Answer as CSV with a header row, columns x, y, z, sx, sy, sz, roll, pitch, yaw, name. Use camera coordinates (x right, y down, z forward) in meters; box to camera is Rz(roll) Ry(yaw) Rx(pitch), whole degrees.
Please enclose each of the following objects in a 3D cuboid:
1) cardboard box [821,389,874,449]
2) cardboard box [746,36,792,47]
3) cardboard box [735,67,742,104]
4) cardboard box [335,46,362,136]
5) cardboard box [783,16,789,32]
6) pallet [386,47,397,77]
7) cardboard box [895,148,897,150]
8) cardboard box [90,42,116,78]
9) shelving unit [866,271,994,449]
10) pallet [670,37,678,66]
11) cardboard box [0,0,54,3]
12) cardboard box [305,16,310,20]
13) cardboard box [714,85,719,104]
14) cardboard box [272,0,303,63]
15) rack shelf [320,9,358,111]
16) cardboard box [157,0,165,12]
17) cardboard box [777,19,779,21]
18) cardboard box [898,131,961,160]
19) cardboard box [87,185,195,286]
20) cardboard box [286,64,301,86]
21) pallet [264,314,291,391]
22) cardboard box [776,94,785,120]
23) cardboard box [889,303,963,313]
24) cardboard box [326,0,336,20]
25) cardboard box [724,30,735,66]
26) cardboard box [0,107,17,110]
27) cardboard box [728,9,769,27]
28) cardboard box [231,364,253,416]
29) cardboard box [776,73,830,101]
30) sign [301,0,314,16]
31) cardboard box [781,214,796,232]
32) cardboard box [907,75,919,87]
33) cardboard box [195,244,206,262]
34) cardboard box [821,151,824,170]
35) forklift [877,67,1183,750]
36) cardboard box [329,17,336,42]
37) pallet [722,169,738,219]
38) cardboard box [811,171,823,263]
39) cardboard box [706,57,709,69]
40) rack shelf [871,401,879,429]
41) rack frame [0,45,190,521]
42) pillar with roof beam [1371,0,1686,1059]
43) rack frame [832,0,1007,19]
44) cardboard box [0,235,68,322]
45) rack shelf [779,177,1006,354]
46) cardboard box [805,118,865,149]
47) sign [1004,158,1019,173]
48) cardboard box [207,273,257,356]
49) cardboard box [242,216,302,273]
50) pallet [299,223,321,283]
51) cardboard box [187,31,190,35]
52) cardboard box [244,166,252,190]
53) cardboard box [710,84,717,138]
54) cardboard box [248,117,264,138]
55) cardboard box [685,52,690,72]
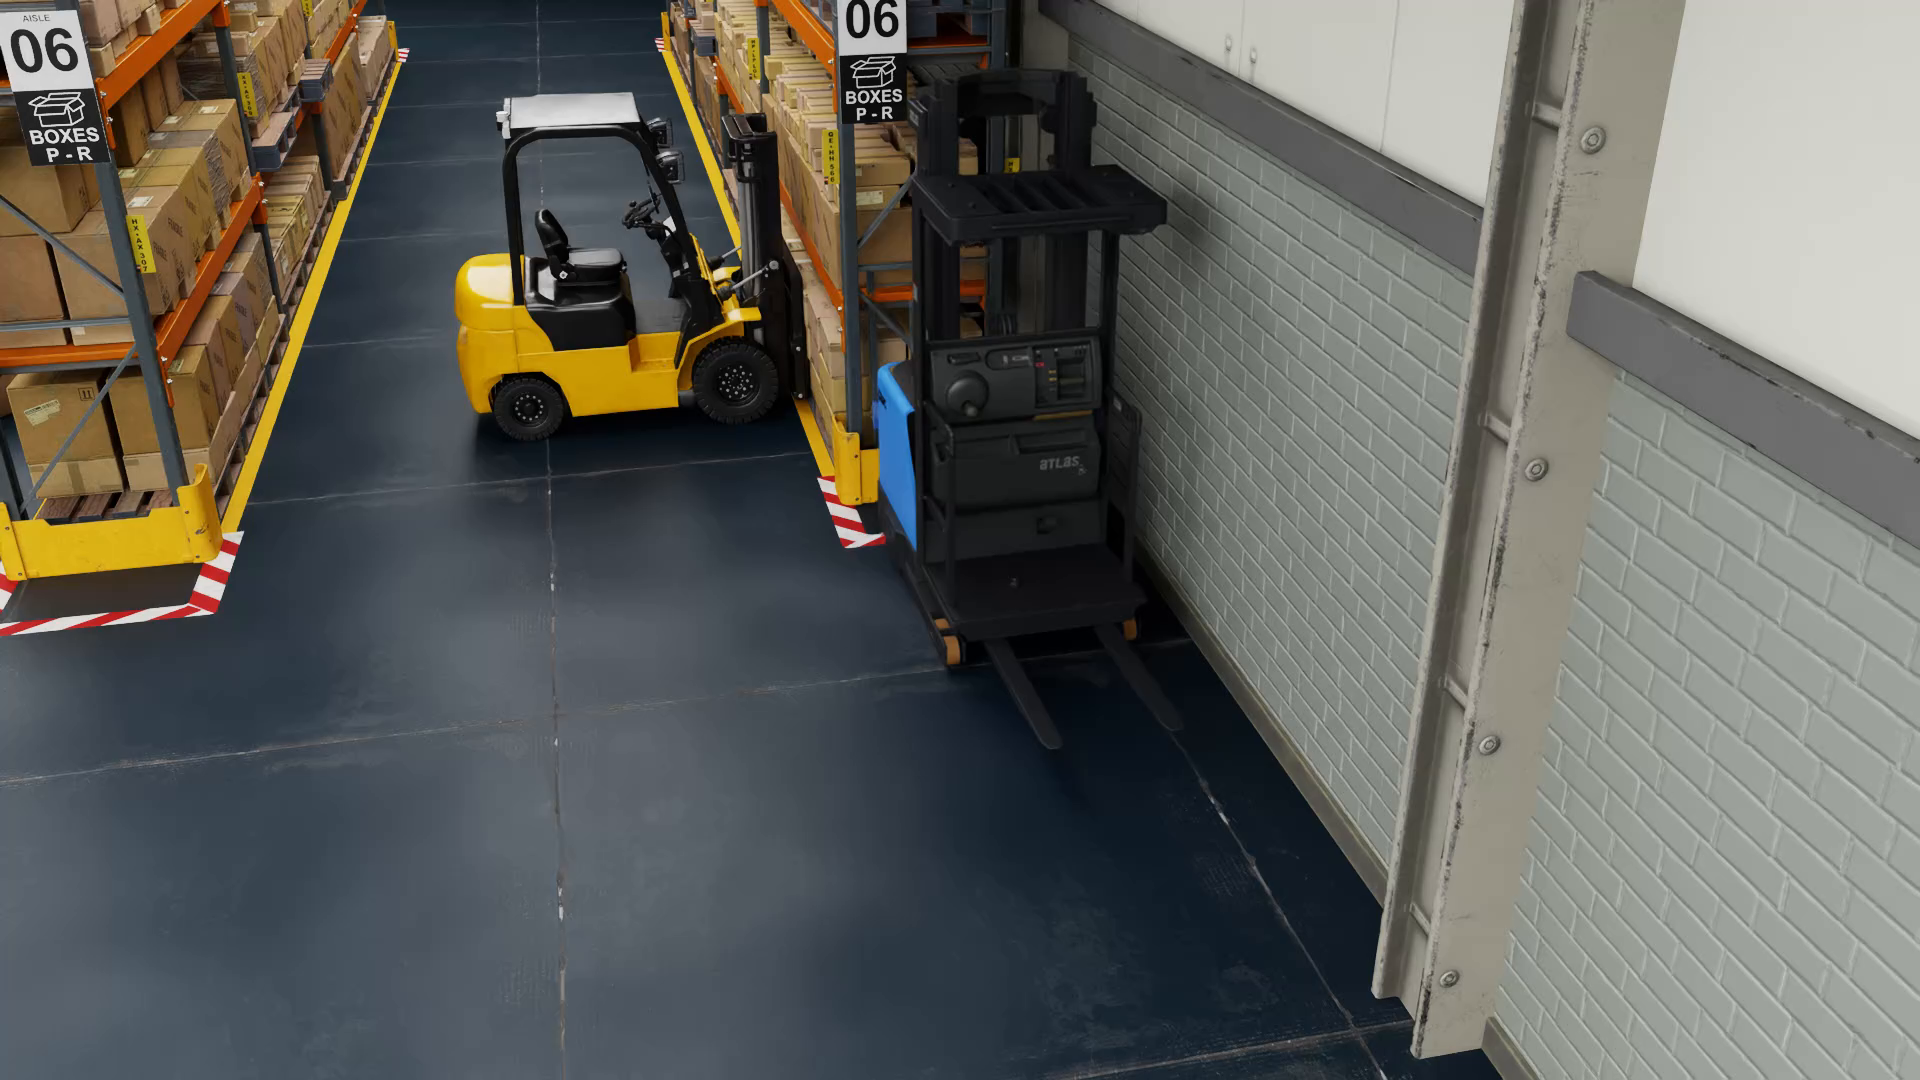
x,y,z,sx,sy,sz,roll,pitch,yaw,name
-0.644,-0.835,11.161,0.500,0.250,0.500,-6,27,-11,cardboard box
-1.691,-4.366,14.741,0.380,0.149,0.250,-7,28,-13,cardboard box
-1.825,-4.252,15.511,0.500,0.250,0.500,-5,27,-10,cardboard box
-7.341,-5.042,18.803,0.875,0.875,0.875,-5,27,-10,cardboard box
-1.490,-4.978,15.953,0.380,0.149,0.250,-6,27,-12,cardboard box
-8.415,-6.631,23.154,1.003,0.211,1.213,-6,27,-12,pallet
-0.224,-2.548,11.138,0.380,0.149,0.250,-7,28,-13,cardboard box
-4.824,-2.601,9.024,0.380,0.149,0.250,-6,27,-12,cardboard box
-0.176,-0.842,10.236,0.538,1.500,1.048,-8,21,-15,shelving unit
-3.639,-7.097,24.076,1.003,0.211,1.213,-6,27,-12,pallet
-4.947,-2.955,8.840,0.380,0.149,0.250,-6,27,-12,cardboard box
-6.741,-5.440,16.478,0.500,0.500,0.500,-7,28,-13,cardboard box
-2.483,-4.882,18.181,0.380,0.149,0.250,-7,28,-14,cardboard box
-6.368,-4.675,15.276,0.500,0.500,0.500,-6,27,-12,cardboard box
-7.319,-5.264,18.149,1.077,0.370,4.000,-6,27,-12,rack shelf
-5.405,-3.495,10.795,0.380,0.149,0.250,-5,27,-10,cardboard box
-1.545,-4.976,16.391,0.500,0.250,0.500,-6,27,-11,cardboard box
-0.198,-2.570,10.852,0.380,0.149,0.250,-5,27,-11,cardboard box
-5.022,-1.836,10.117,0.500,0.500,0.500,-5,27,-10,cardboard box
-6.210,-4.215,15.086,0.380,0.149,0.250,-5,27,-11,cardboard box
-5.781,-1.415,12.819,1.003,0.211,1.213,-6,27,-12,pallet
-1.187,-3.284,12.596,0.380,0.149,0.250,-5,27,-10,cardboard box
-0.271,-1.556,11.481,0.500,0.250,0.500,-6,27,-12,cardboard box
-7.059,-5.782,17.988,0.500,0.250,0.500,-5,27,-11,cardboard box
-1.959,-4.698,15.841,0.500,0.250,0.500,-7,28,-13,cardboard box
-5.715,-2.458,10.239,0.700,0.500,0.500,-6,27,-12,cardboard box
-2.033,-5.037,16.069,0.380,0.149,0.250,-6,27,-11,cardboard box
-5.221,-1.001,11.489,0.500,0.250,0.500,-4,27,-8,cardboard box
-1.178,-3.414,12.523,0.380,0.149,0.250,-5,27,-10,cardboard box
-6.342,-5.248,16.122,0.100,0.325,0.005,-6,27,-12,sign
-1.223,-2.394,13.139,0.500,0.250,0.500,-6,27,-12,cardboard box
-0.520,-3.366,12.429,0.380,0.149,0.250,-6,27,-12,cardboard box
-5.244,-1.942,11.048,0.380,0.149,0.250,-7,28,-13,cardboard box
-0.712,-2.498,11.040,0.380,0.149,0.250,-6,27,-12,cardboard box
0.359,-0.825,8.632,1.130,2.935,3.031,-7,28,-13,forklift
-7.094,-5.552,18.086,0.500,0.250,0.500,-6,27,-12,cardboard box
-1.886,-3.603,17.154,1.003,0.211,1.213,-6,27,-12,pallet
-0.705,-2.164,11.097,0.500,0.500,0.500,-5,27,-10,cardboard box
-2.812,-5.688,19.778,0.380,0.149,0.250,-6,27,-12,cardboard box
-0.171,-0.674,10.299,0.538,0.185,1.000,-8,21,-15,rack shelf
-5.066,-1.195,9.289,1.000,3.000,0.127,-6,27,-12,rack frame
-2.351,-1.705,3.641,9.100,9.000,0.400,-6,27,-12,pillar with roof beam
-0.231,-4.379,8.939,1.000,3.000,0.127,-6,27,-12,rack frame
-5.456,-1.583,9.616,0.500,0.500,0.500,-6,27,-13,cardboard box
-0.681,-2.258,12.193,1.077,0.370,4.000,-6,27,-12,rack shelf
-0.838,-2.741,11.191,0.380,0.149,0.250,-5,27,-10,cardboard box
0.312,-2.176,10.185,0.100,0.325,0.005,-6,27,-12,sign
-5.340,-1.567,11.778,0.500,0.500,0.500,-5,27,-9,cardboard box
-6.253,-2.511,14.346,0.950,0.372,0.625,-4,27,-8,cardboard box
-6.422,-2.585,15.137,1.003,0.211,1.213,-6,27,-12,pallet
-6.544,-4.205,13.624,0.380,0.149,0.250,-7,28,-14,cardboard box
-5.598,-2.729,12.607,0.380,0.149,0.250,-6,27,-12,cardboard box
-2.561,-4.899,18.934,0.500,0.500,0.500,-5,27,-9,cardboard box
-5.784,-3.301,13.274,0.380,0.149,0.250,-6,27,-11,cardboard box
-3.427,-6.307,21.986,0.396,0.266,0.258,-5,27,-10,cardboard box
